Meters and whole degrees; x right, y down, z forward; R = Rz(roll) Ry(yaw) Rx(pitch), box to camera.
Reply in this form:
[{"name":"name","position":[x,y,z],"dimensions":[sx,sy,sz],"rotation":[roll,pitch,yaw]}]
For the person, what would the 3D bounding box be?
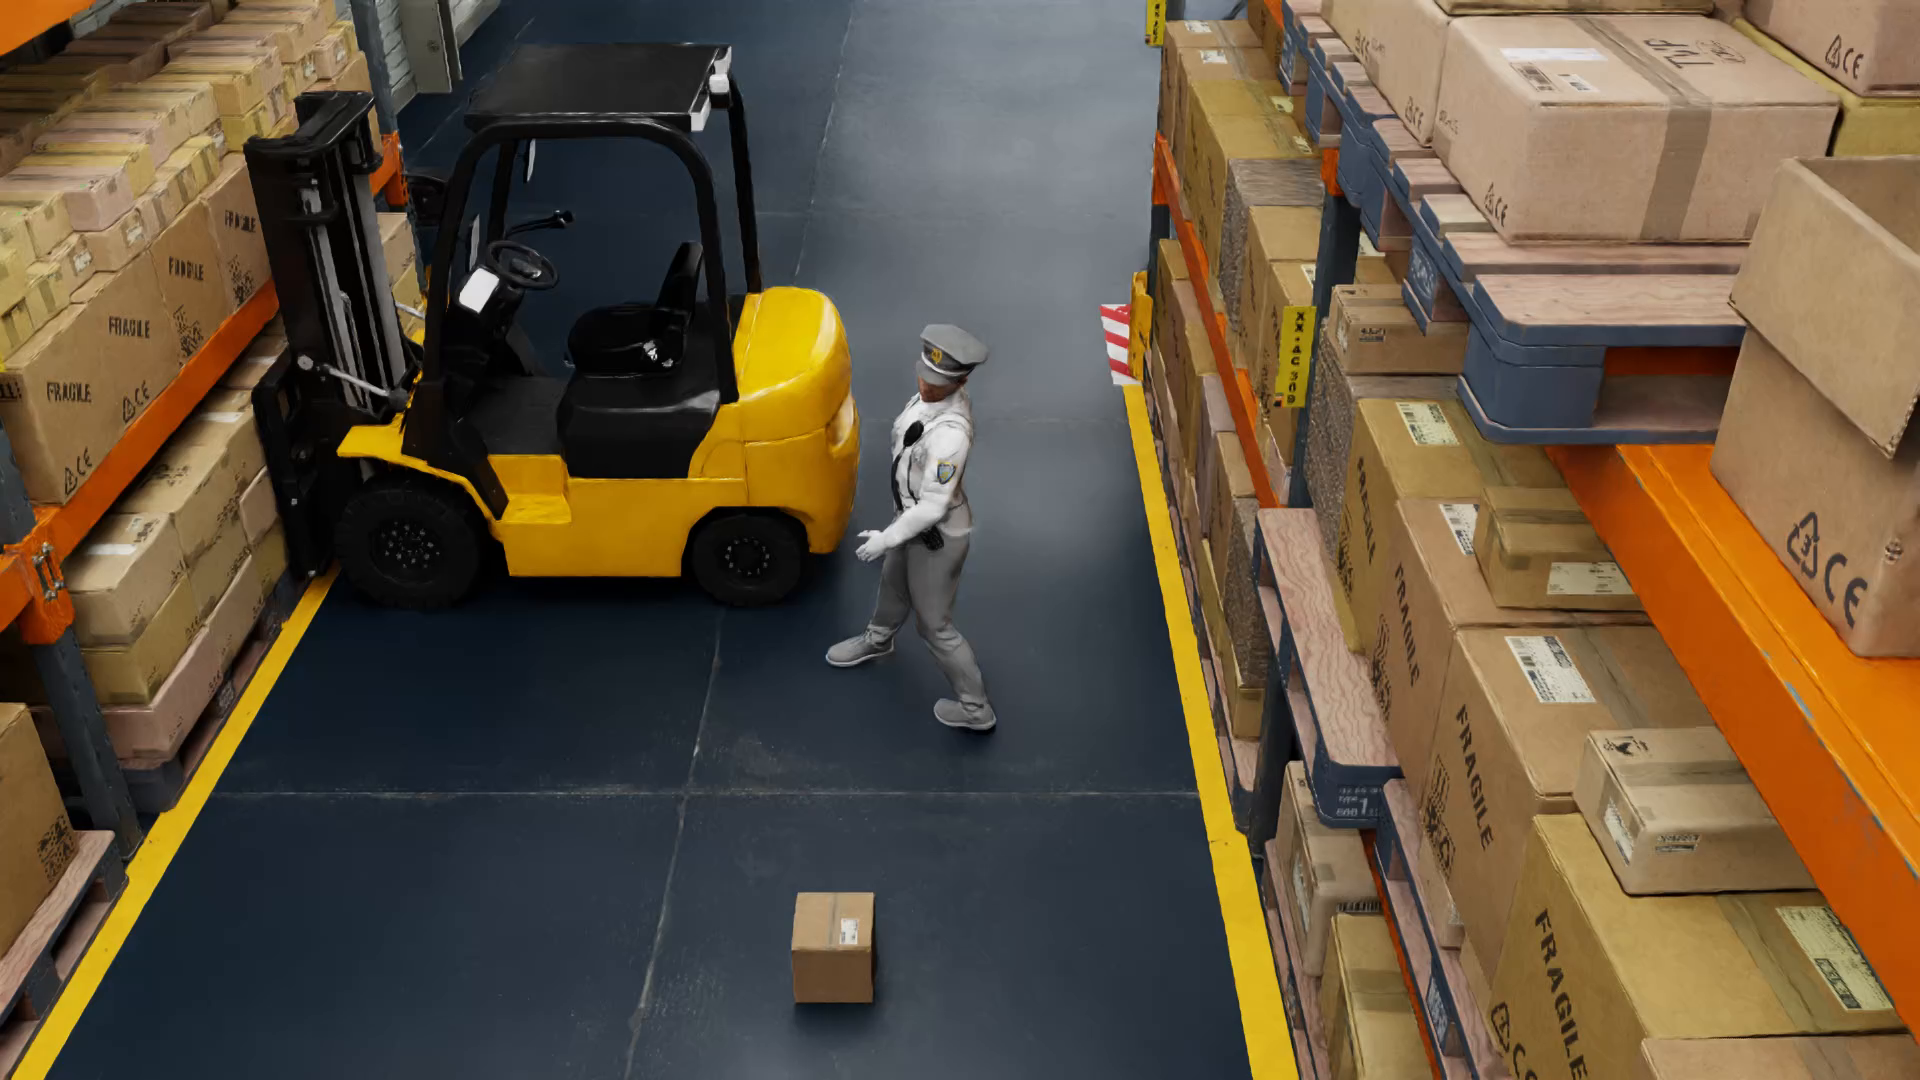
[{"name":"person","position":[-0.204,-0.067,6.259],"dimensions":[0.646,1.664,0.663],"rotation":[-3,32,-5]}]
